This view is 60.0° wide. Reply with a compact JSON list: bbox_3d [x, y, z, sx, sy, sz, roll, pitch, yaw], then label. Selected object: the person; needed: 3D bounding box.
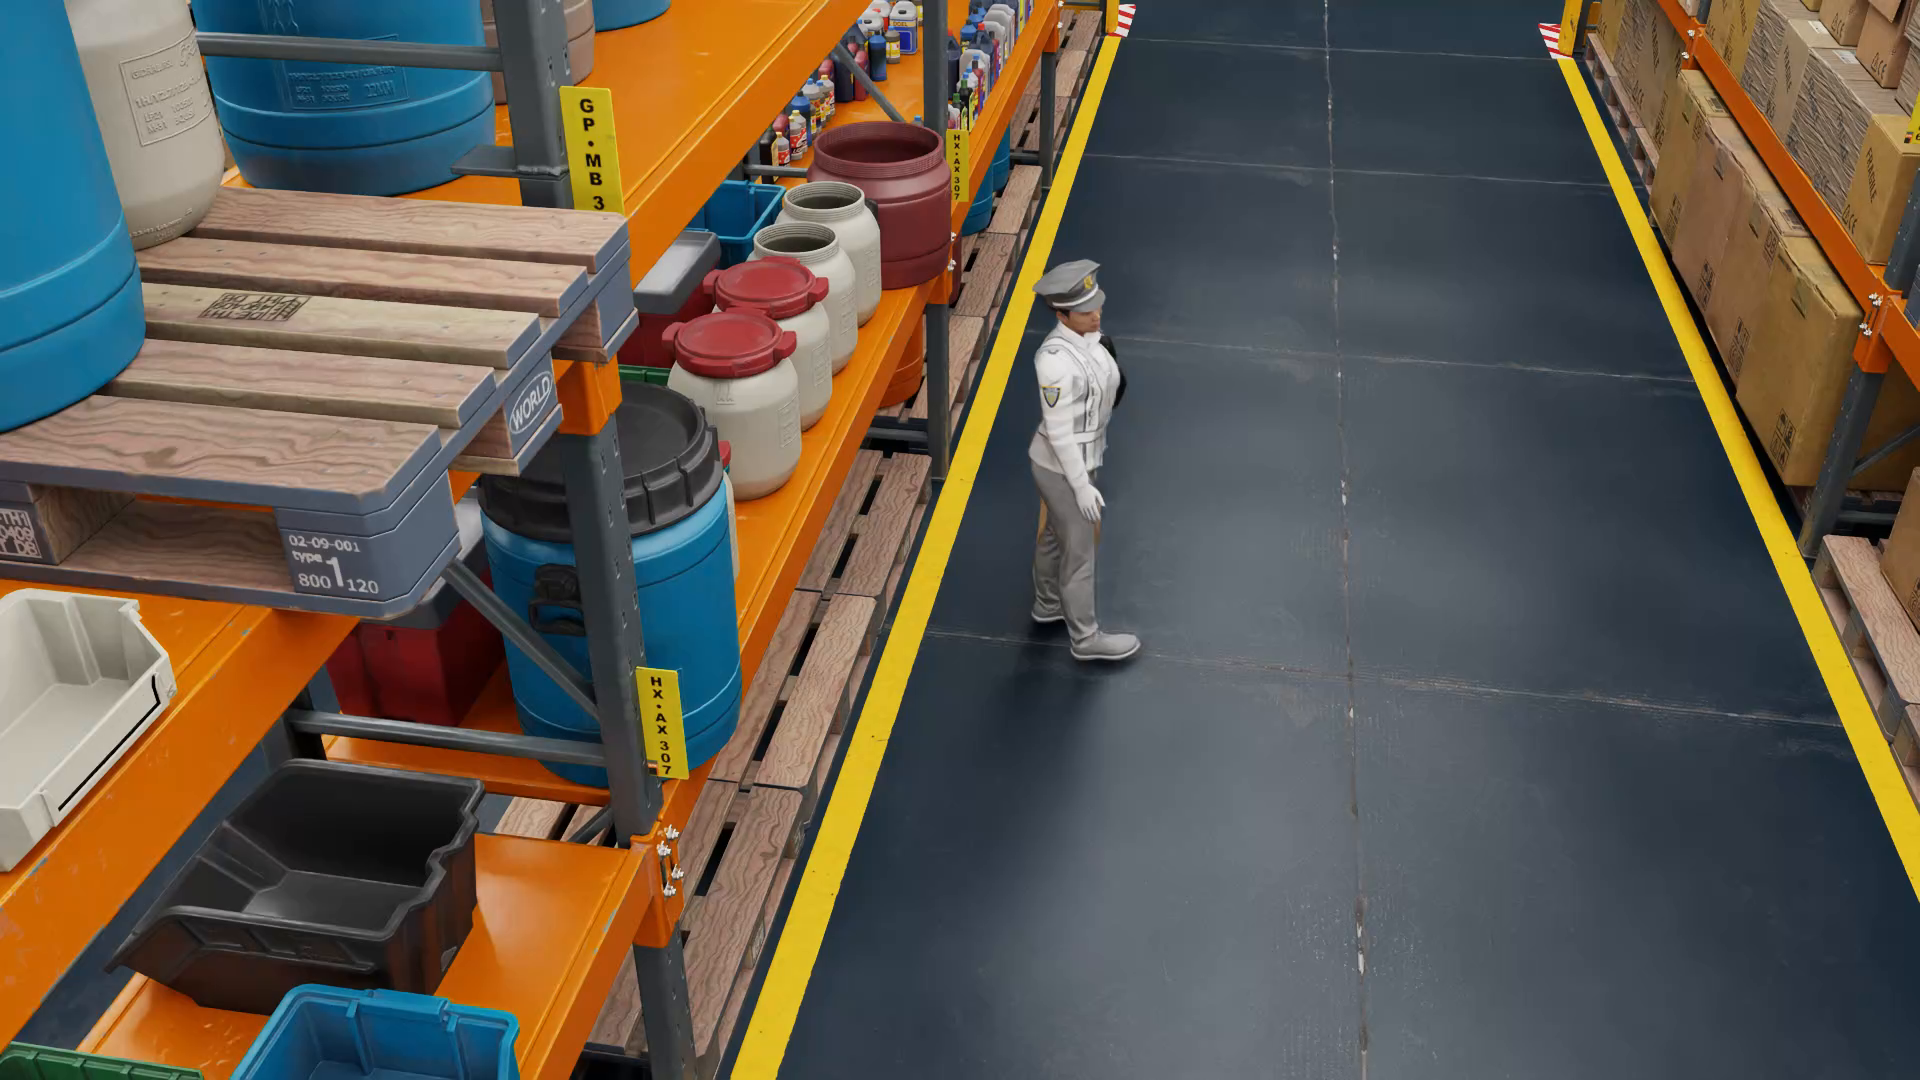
[{"bbox_3d":[0.517,-0.293,6.538,0.501,1.688,0.499,9,34,13],"label":"person"}]
